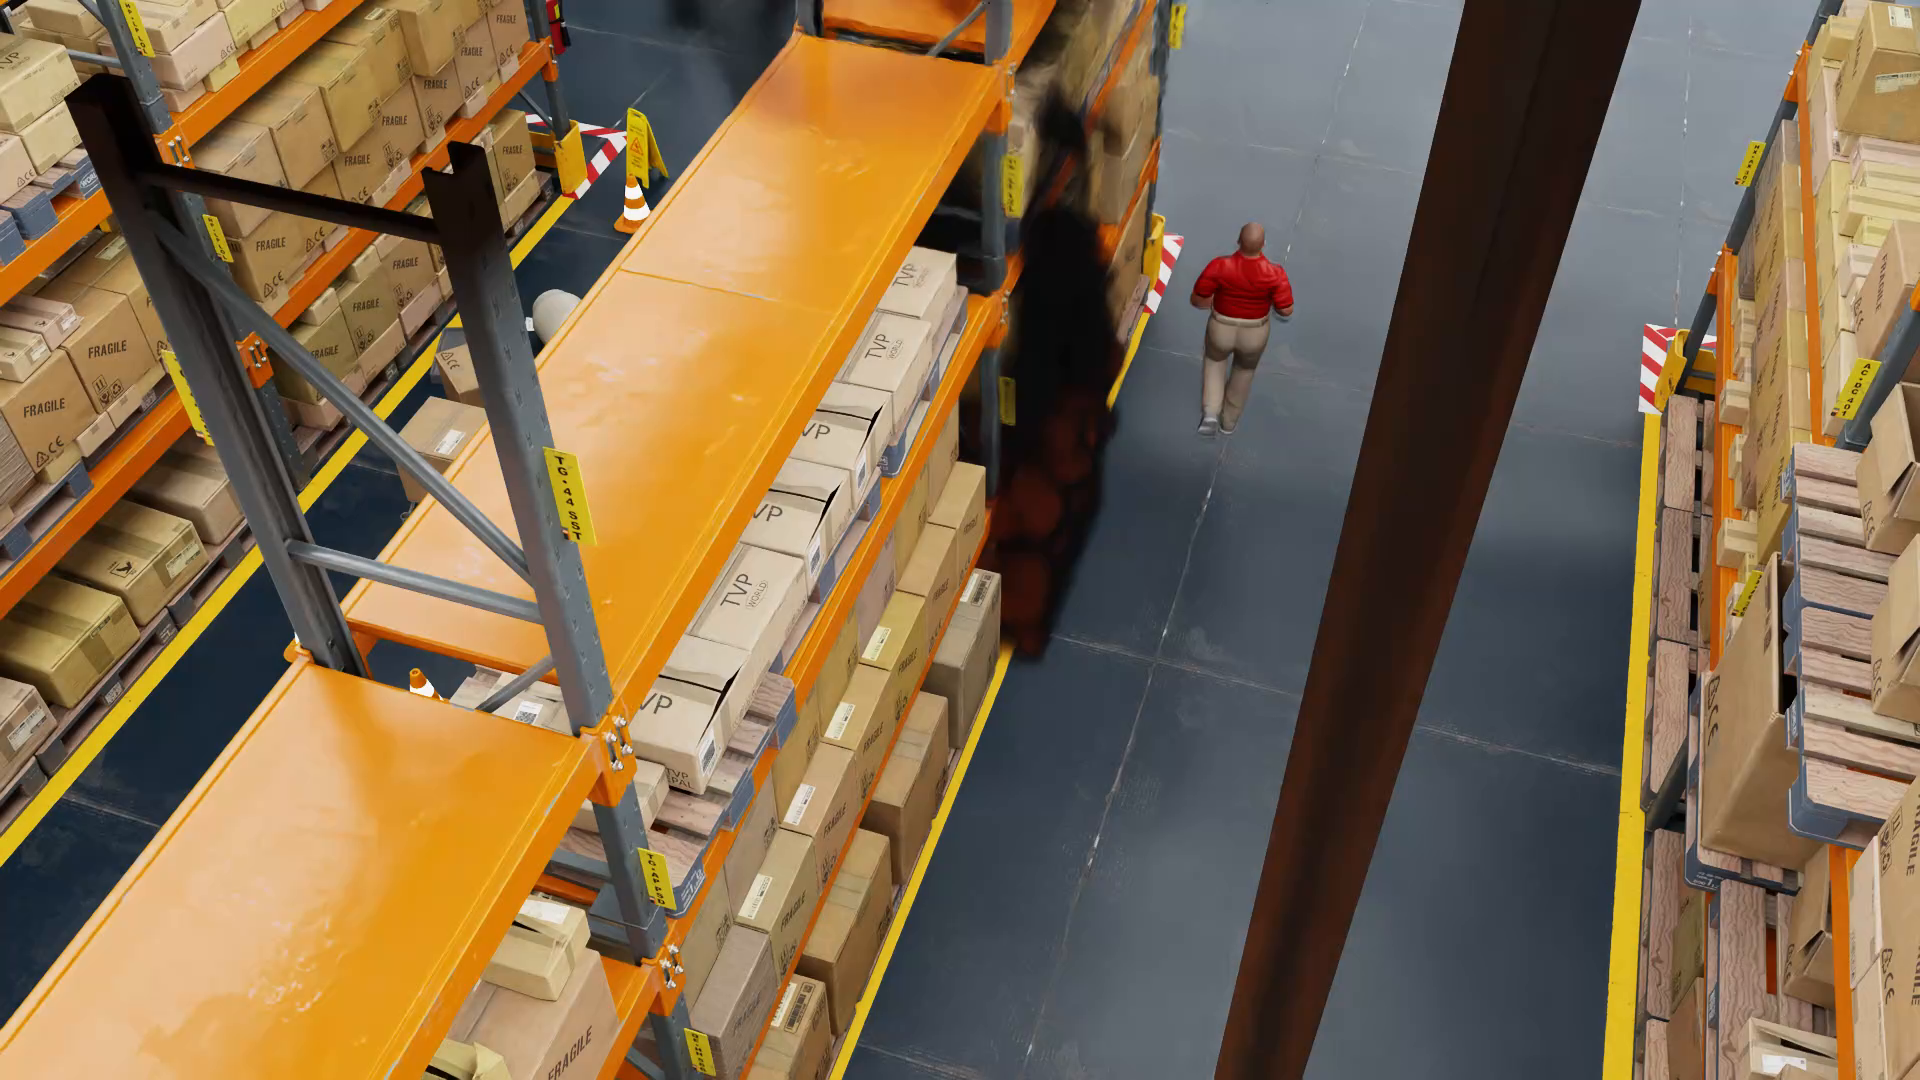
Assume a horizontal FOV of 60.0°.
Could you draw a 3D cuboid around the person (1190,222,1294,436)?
[{"bbox_3d":[1.826,-1.393,10.932,0.659,1.718,0.580,9,46,9],"label":"person"}]
